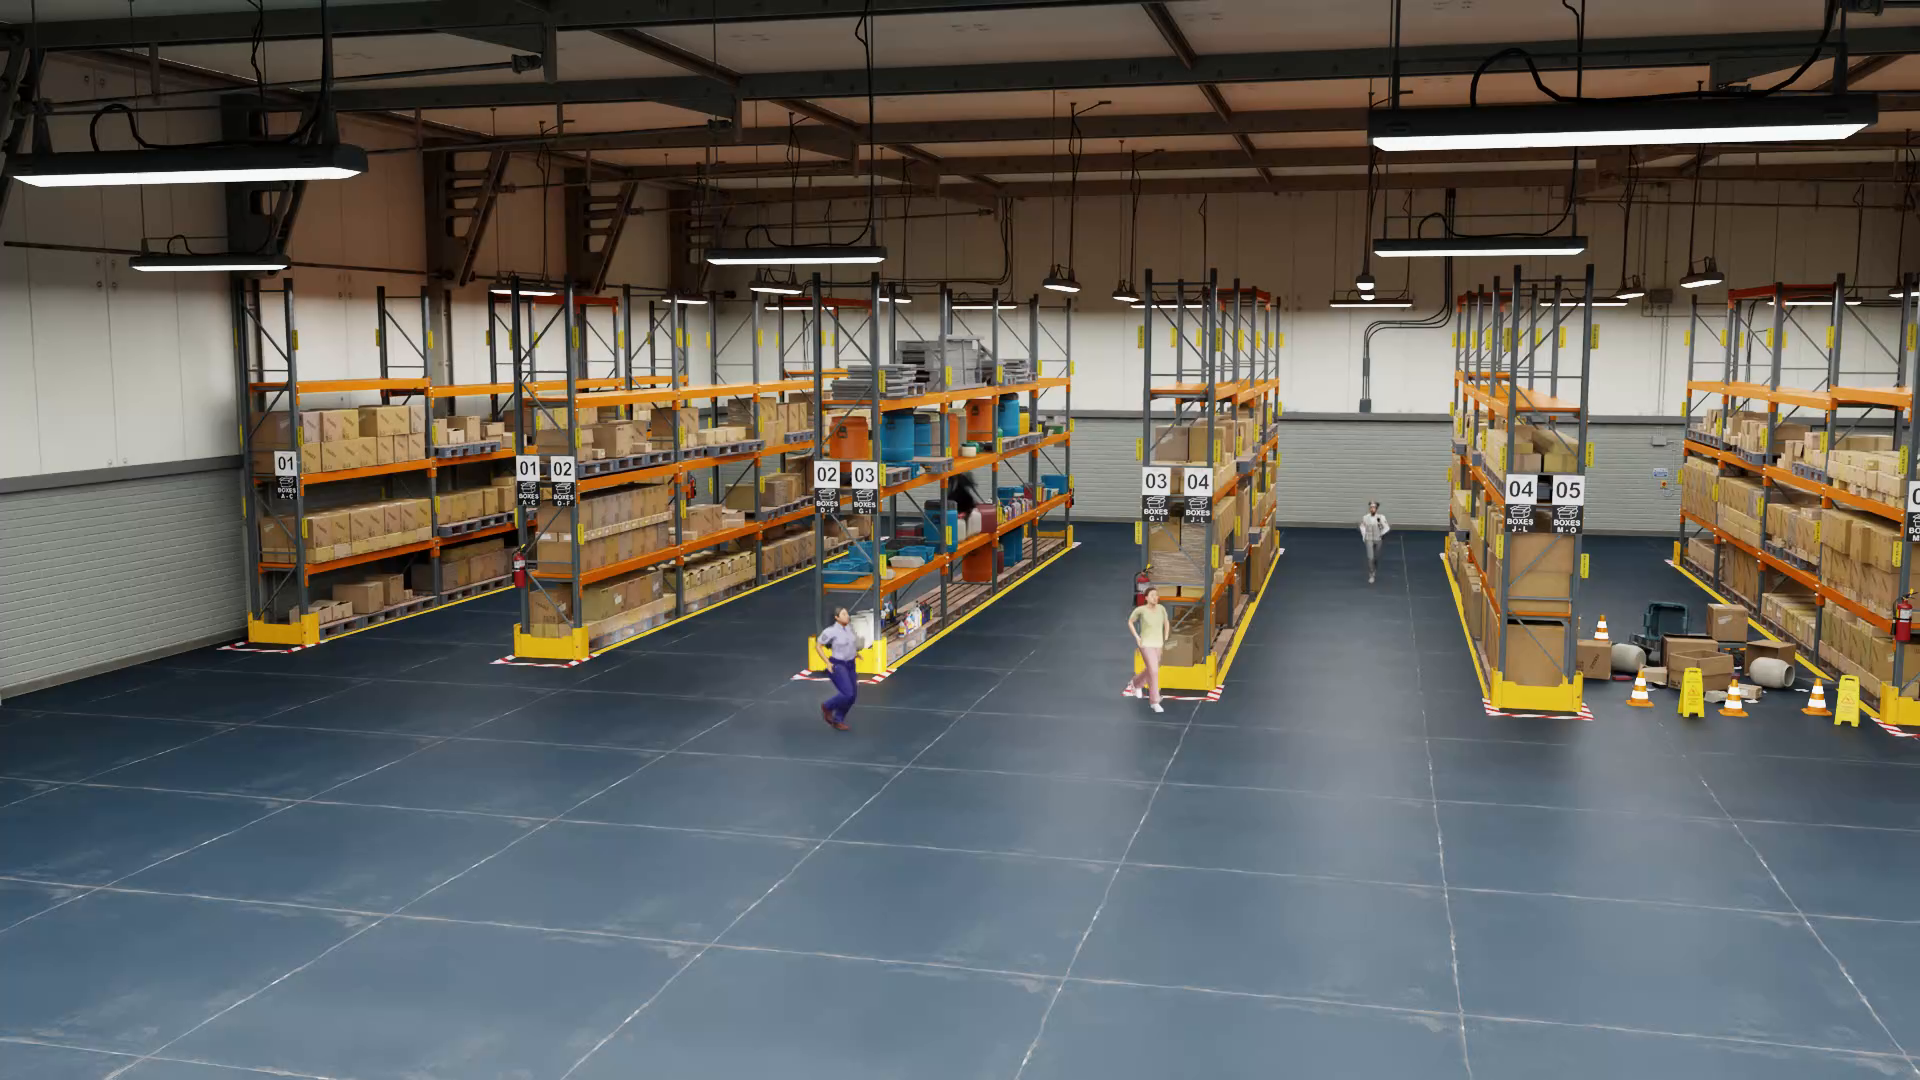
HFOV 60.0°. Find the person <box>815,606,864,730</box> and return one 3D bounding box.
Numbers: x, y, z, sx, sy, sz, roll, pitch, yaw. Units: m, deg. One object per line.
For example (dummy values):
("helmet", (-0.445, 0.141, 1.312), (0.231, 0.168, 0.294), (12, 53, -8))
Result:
("person", (-1.492, 1.656, 21.374), (0.541, 1.605, 0.604), (5, 8, 35))

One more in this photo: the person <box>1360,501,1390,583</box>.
("person", (8.644, 0.022, 34.702), (0.611, 1.697, 0.765), (2, 7, 17))

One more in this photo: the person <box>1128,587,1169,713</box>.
("person", (2.582, 1.451, 22.675), (0.576, 1.673, 0.882), (-3, 8, -25))

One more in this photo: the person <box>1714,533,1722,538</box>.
("person", (17.405, -0.385, 37.835), (0.747, 1.764, 0.835), (-5, 9, -38))
